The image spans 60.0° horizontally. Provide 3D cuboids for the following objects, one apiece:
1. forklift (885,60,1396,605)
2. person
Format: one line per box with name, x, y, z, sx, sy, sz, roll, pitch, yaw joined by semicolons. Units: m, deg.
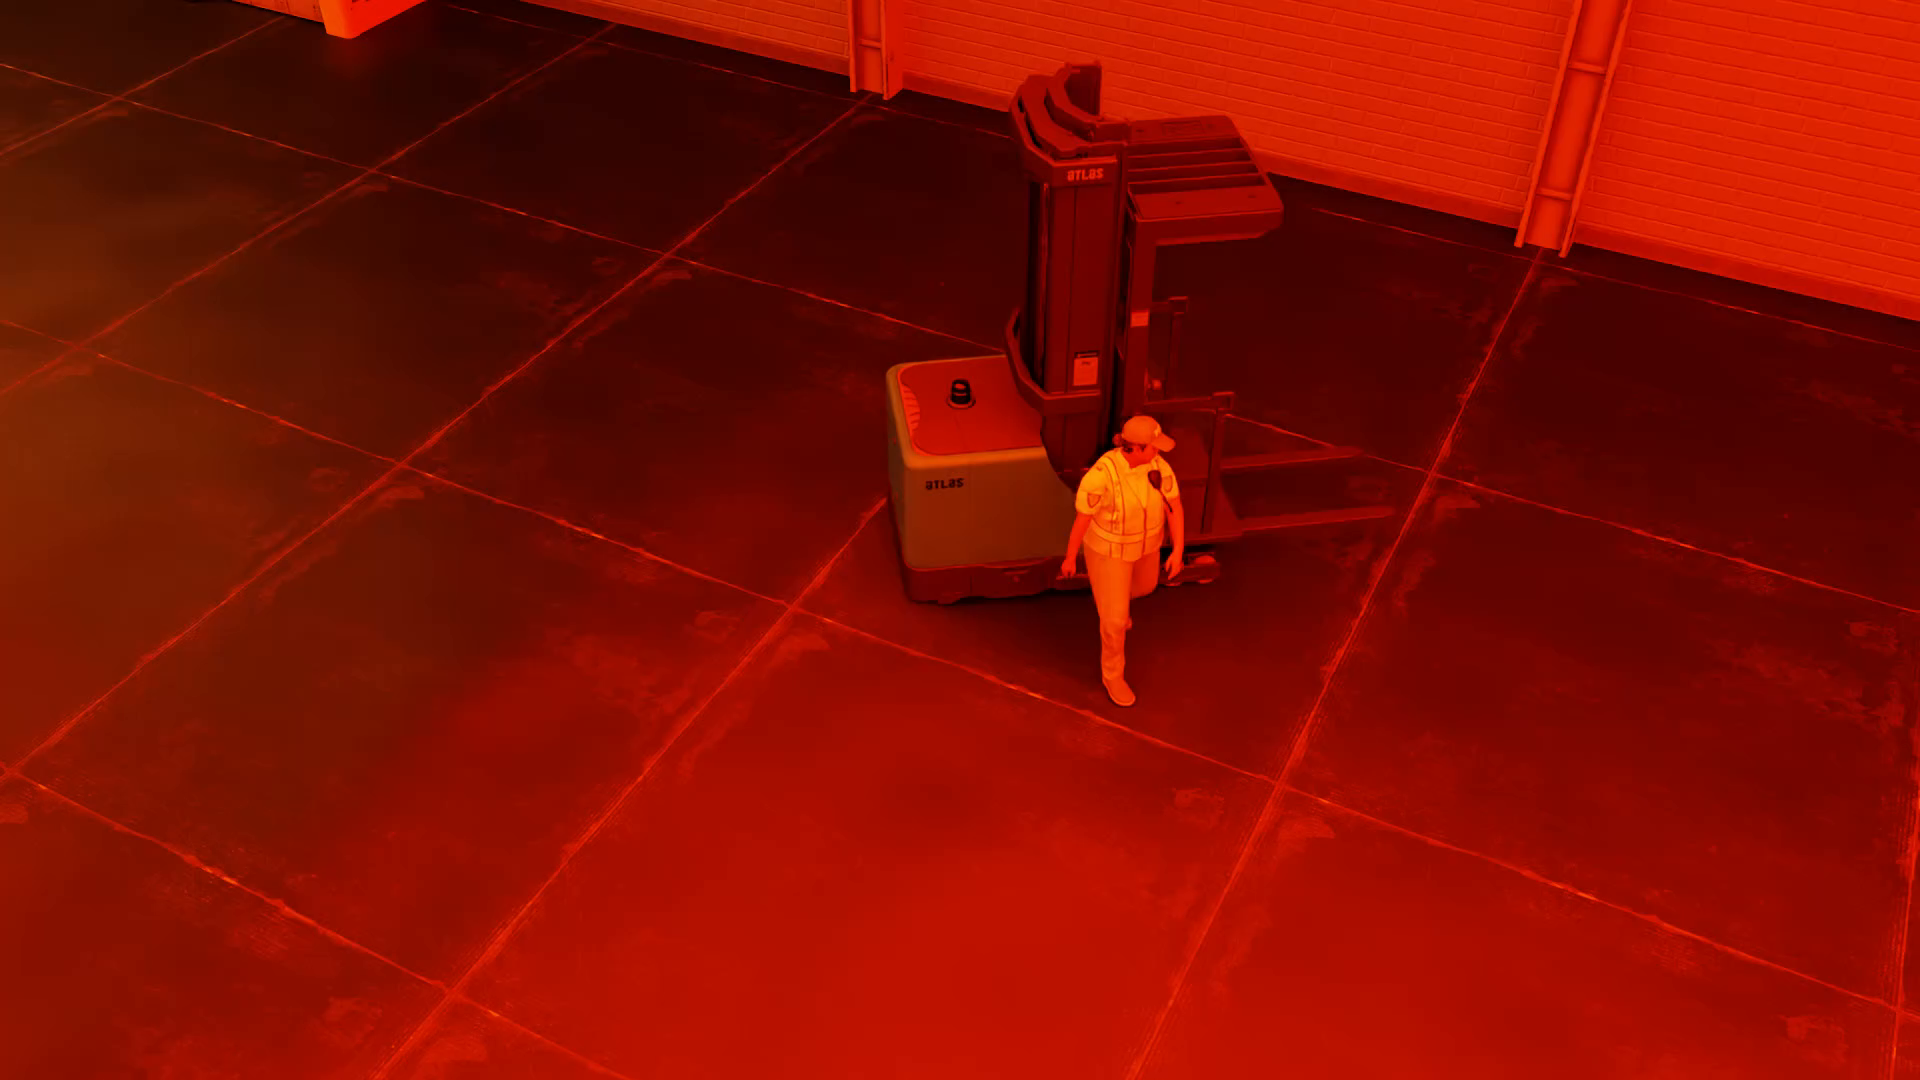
forklift;1.108;-1.178;9.385;3.031;2.935;1.130;-6;40;-7
person;0.872;0.048;8.980;0.638;1.583;0.822;-23;45;-25
